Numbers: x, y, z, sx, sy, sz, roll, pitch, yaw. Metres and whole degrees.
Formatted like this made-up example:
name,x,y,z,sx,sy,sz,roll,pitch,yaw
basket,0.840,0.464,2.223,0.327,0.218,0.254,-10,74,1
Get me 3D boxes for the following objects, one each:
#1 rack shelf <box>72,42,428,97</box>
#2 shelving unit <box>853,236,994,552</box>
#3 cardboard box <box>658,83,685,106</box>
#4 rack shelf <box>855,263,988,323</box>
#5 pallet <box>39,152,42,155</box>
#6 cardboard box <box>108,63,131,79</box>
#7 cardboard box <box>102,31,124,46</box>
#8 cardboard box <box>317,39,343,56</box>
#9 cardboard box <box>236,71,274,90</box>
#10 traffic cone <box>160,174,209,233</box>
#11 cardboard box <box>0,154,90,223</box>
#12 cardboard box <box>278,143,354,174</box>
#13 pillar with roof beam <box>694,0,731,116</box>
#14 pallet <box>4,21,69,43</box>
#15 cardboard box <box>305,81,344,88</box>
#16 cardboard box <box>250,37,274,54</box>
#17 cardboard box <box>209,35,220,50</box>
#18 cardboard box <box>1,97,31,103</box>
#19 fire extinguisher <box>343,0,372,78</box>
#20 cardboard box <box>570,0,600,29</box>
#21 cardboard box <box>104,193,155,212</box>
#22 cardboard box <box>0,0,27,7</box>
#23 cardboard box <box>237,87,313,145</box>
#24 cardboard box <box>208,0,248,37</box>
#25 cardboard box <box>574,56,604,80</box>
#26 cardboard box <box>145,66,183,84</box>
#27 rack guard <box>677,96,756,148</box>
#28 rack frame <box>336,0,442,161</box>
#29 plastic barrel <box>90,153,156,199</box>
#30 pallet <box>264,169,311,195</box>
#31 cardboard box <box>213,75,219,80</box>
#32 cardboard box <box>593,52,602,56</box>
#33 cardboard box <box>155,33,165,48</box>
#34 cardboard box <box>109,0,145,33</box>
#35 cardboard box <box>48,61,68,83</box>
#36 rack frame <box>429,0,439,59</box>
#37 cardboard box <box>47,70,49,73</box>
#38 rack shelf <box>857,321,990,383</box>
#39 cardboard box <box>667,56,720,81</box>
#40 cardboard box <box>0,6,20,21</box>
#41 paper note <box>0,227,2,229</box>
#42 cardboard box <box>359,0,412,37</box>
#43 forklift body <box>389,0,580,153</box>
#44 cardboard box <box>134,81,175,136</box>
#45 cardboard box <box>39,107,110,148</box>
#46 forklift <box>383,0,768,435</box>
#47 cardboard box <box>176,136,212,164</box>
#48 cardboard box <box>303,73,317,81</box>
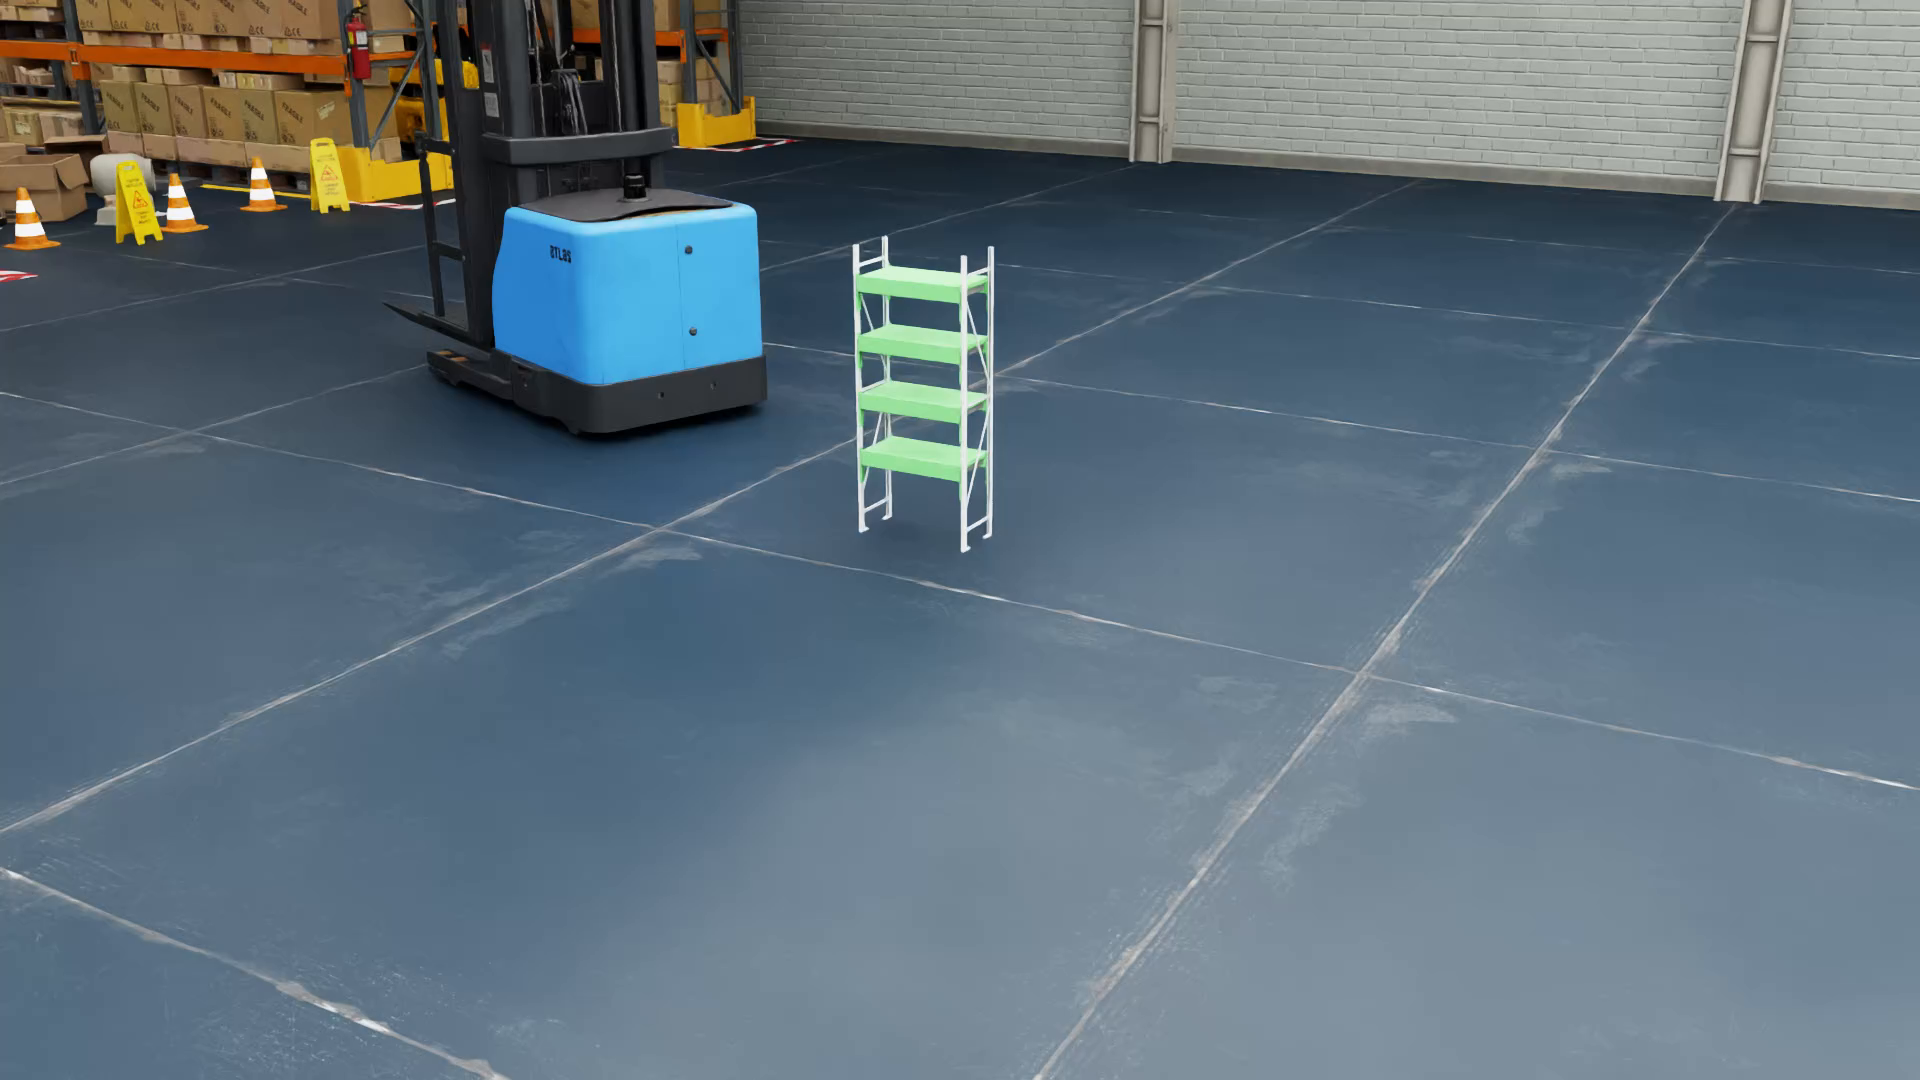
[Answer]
name,x,y,z,sx,sy,sz,roll,pitch,yaw
rack shelf,-7.114,-4.751,16.619,4.000,0.370,1.077,11,23,27
shelving unit,-0.145,-0.592,6.736,0.503,1.200,0.258,11,23,27
cardboard box,-3.528,-5.363,19.934,0.500,0.250,0.500,10,22,27
rack shelf,-0.145,-0.983,6.595,0.480,0.148,0.258,11,23,27
pallet,-10.610,-4.443,18.803,1.213,0.211,1.003,11,23,27
cardboard box,-12.211,-6.936,24.636,0.500,0.500,0.500,10,22,26
cardboard box,-8.496,-5.129,16.975,0.250,0.149,0.380,12,23,29
cardboard box,-5.799,-4.637,15.618,0.250,0.149,0.380,12,23,29
cardboard box,-6.766,-4.458,16.123,0.250,0.149,0.380,11,23,28
traffic cone,-6.617,-2.865,14.084,0.334,0.463,0.336,11,23,27
cardboard box,-8.136,-3.122,14.733,0.637,0.503,0.797,-4,20,-10
cardboard box,-6.226,-3.720,16.138,0.500,0.250,0.500,11,23,27
pillar with roof beam,-5.219,-8.158,16.158,0.400,9.000,9.100,11,23,27
pallet,-9.457,-5.502,17.916,1.213,0.211,1.003,11,23,27
cardboard box,-6.417,-4.320,16.692,0.500,0.500,0.500,10,22,25
cardboard box,-6.527,-4.729,15.872,0.250,0.149,0.380,11,23,28
cardboard box,-7.124,-4.897,16.335,0.250,0.149,0.380,11,23,27
cardboard box,-11.216,-4.832,19.025,0.625,0.372,0.950,10,22,26
fire extinguisher,-5.493,-4.564,15.162,0.183,0.674,0.296,11,23,27
cardboard box,-4.404,-6.460,20.128,0.500,0.500,0.500,10,22,26
cardboard box,-7.497,-3.033,15.009,0.380,0.149,0.250,-11,23,-29
cardboard box,-9.809,-5.897,17.524,0.500,0.500,0.500,11,23,28
cardboard box,-6.652,-4.155,16.239,0.500,0.500,0.500,12,23,29
cardboard box,-6.847,-5.121,16.000,0.500,0.500,0.500,11,23,27
cardboard box,-4.399,-5.758,20.289,0.500,0.250,0.500,11,23,28
cardboard box,-7.948,-4.682,16.739,0.250,0.149,0.380,12,23,29
rack guard,-2.930,-5.056,20.070,0.348,0.500,1.175,11,23,27
rack frame,-5.368,-4.757,15.580,0.127,3.000,1.000,11,23,27
plastic barrel,-7.910,-3.438,15.723,0.512,0.421,0.421,-7,21,-20
pallet,-6.127,-3.604,16.491,1.213,0.211,1.003,11,23,27
cardboard box,-7.768,-4.577,17.400,0.500,0.500,0.500,11,23,28
cardboard box,-4.591,-6.002,20.962,0.500,0.250,0.500,10,22,26
cardboard box,-7.802,-5.008,16.640,0.250,0.149,0.380,11,23,27
cardboard box,-8.163,-5.376,16.704,0.500,0.500,0.500,11,23,27
cardboard box,-13.889,-7.344,26.040,0.500,0.311,0.500,12,23,29
rack frame,-6.443,-6.900,21.489,0.127,3.000,1.000,11,23,27
cardboard box,-14.267,-7.340,26.267,0.250,0.149,0.380,10,22,27
rack shelf,-0.145,-0.757,6.676,0.480,0.148,0.258,11,23,27
cardboard box,-3.278,-5.746,20.257,0.500,0.250,0.500,10,22,26
cardboard box,-9.908,-5.586,17.618,0.250,0.149,0.380,10,22,26
paper note,-8.199,-2.629,14.071,0.144,0.017,0.142,-16,26,-38
cardboard box,-5.647,-5.105,15.957,0.500,0.500,0.500,10,22,26
forklift body,-5.496,-5.608,19.172,1.214,2.155,2.313,11,23,27
cardboard box,-8.004,-4.415,16.955,0.500,0.500,0.500,12,23,29
cardboard box,-9.320,-4.471,18.028,0.625,0.372,0.950,11,23,28
forklift,-2.340,-2.324,8.975,1.130,2.935,3.031,-16,25,-37
cardboard box,-7.541,-3.975,16.842,0.500,0.250,0.500,10,22,27
cardboard box,-8.823,-6.432,23.066,0.625,0.625,0.875,12,23,29
